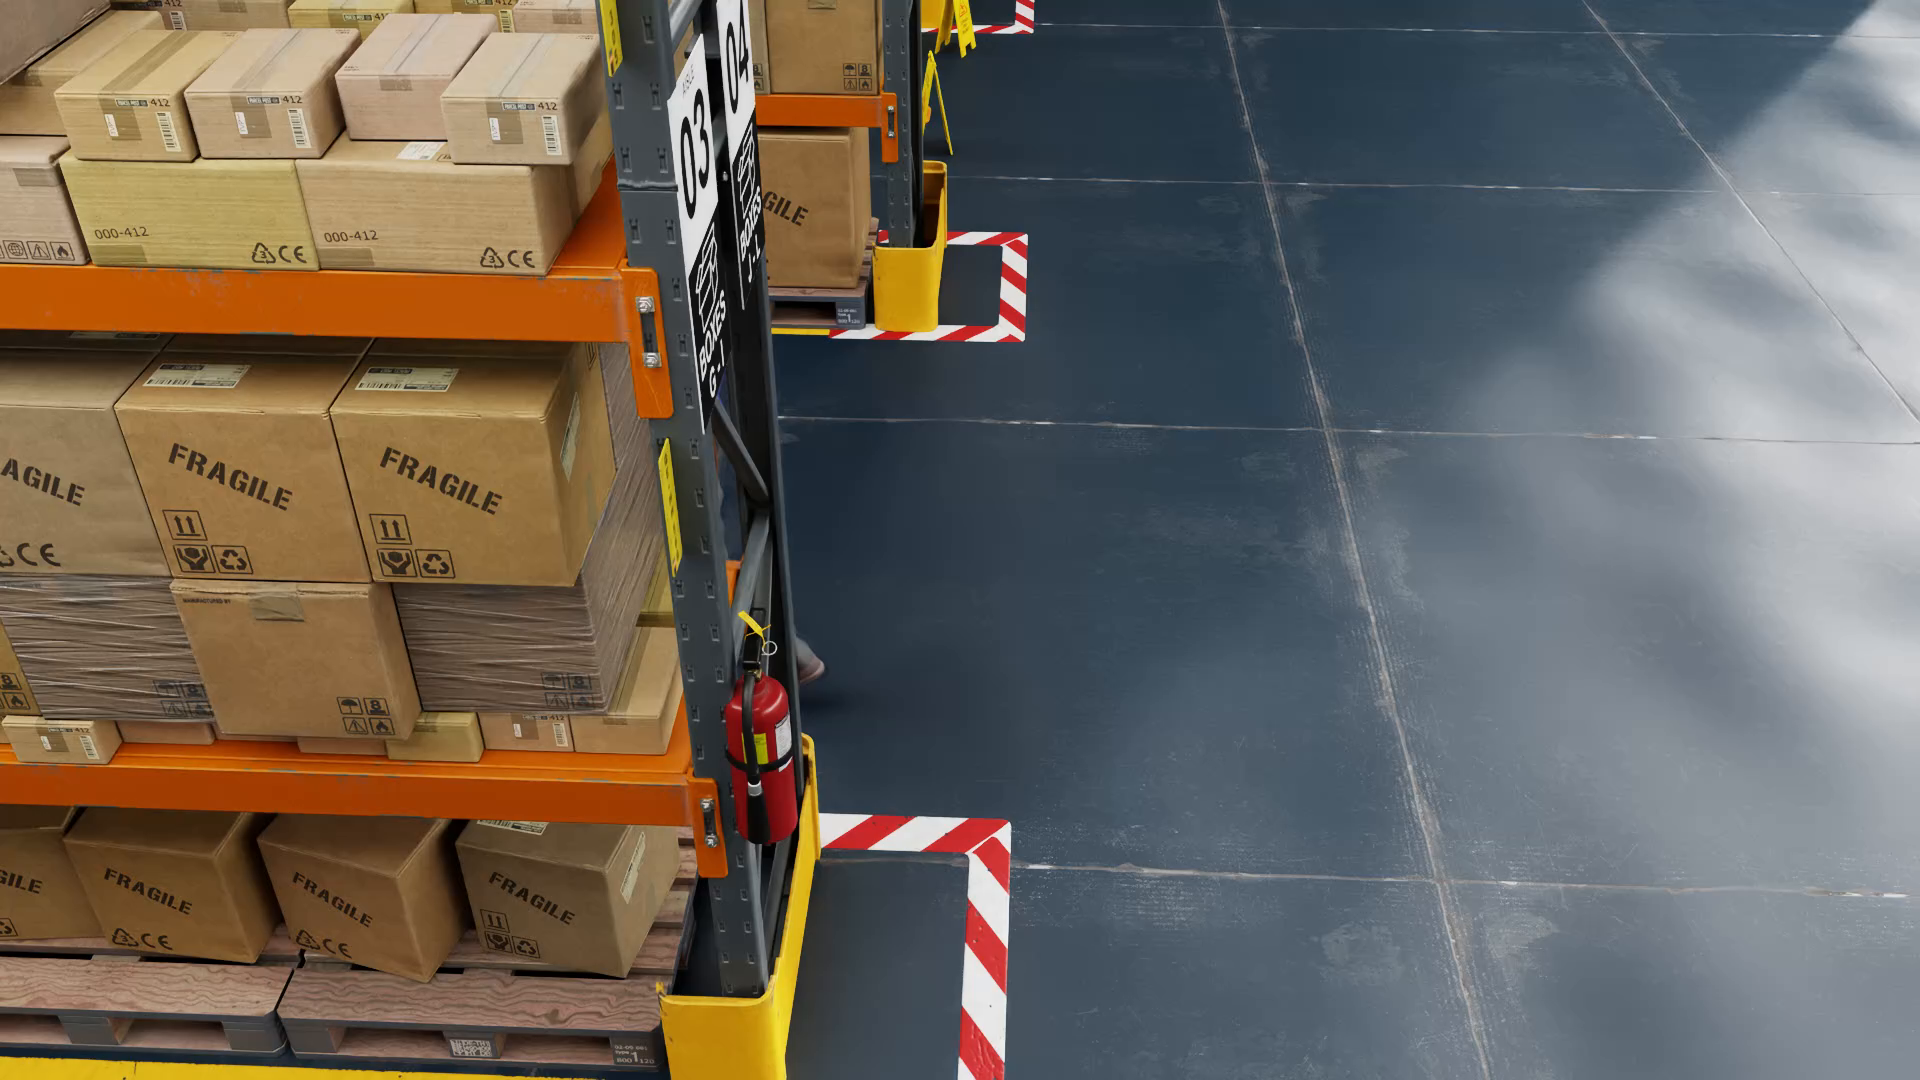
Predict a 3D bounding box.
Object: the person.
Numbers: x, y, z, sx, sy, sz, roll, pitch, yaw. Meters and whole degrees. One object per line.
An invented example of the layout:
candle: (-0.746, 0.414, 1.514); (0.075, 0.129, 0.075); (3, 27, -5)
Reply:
person: (-1.032, -0.122, 6.327); (0.993, 1.614, 0.460); (0, 36, 0)
